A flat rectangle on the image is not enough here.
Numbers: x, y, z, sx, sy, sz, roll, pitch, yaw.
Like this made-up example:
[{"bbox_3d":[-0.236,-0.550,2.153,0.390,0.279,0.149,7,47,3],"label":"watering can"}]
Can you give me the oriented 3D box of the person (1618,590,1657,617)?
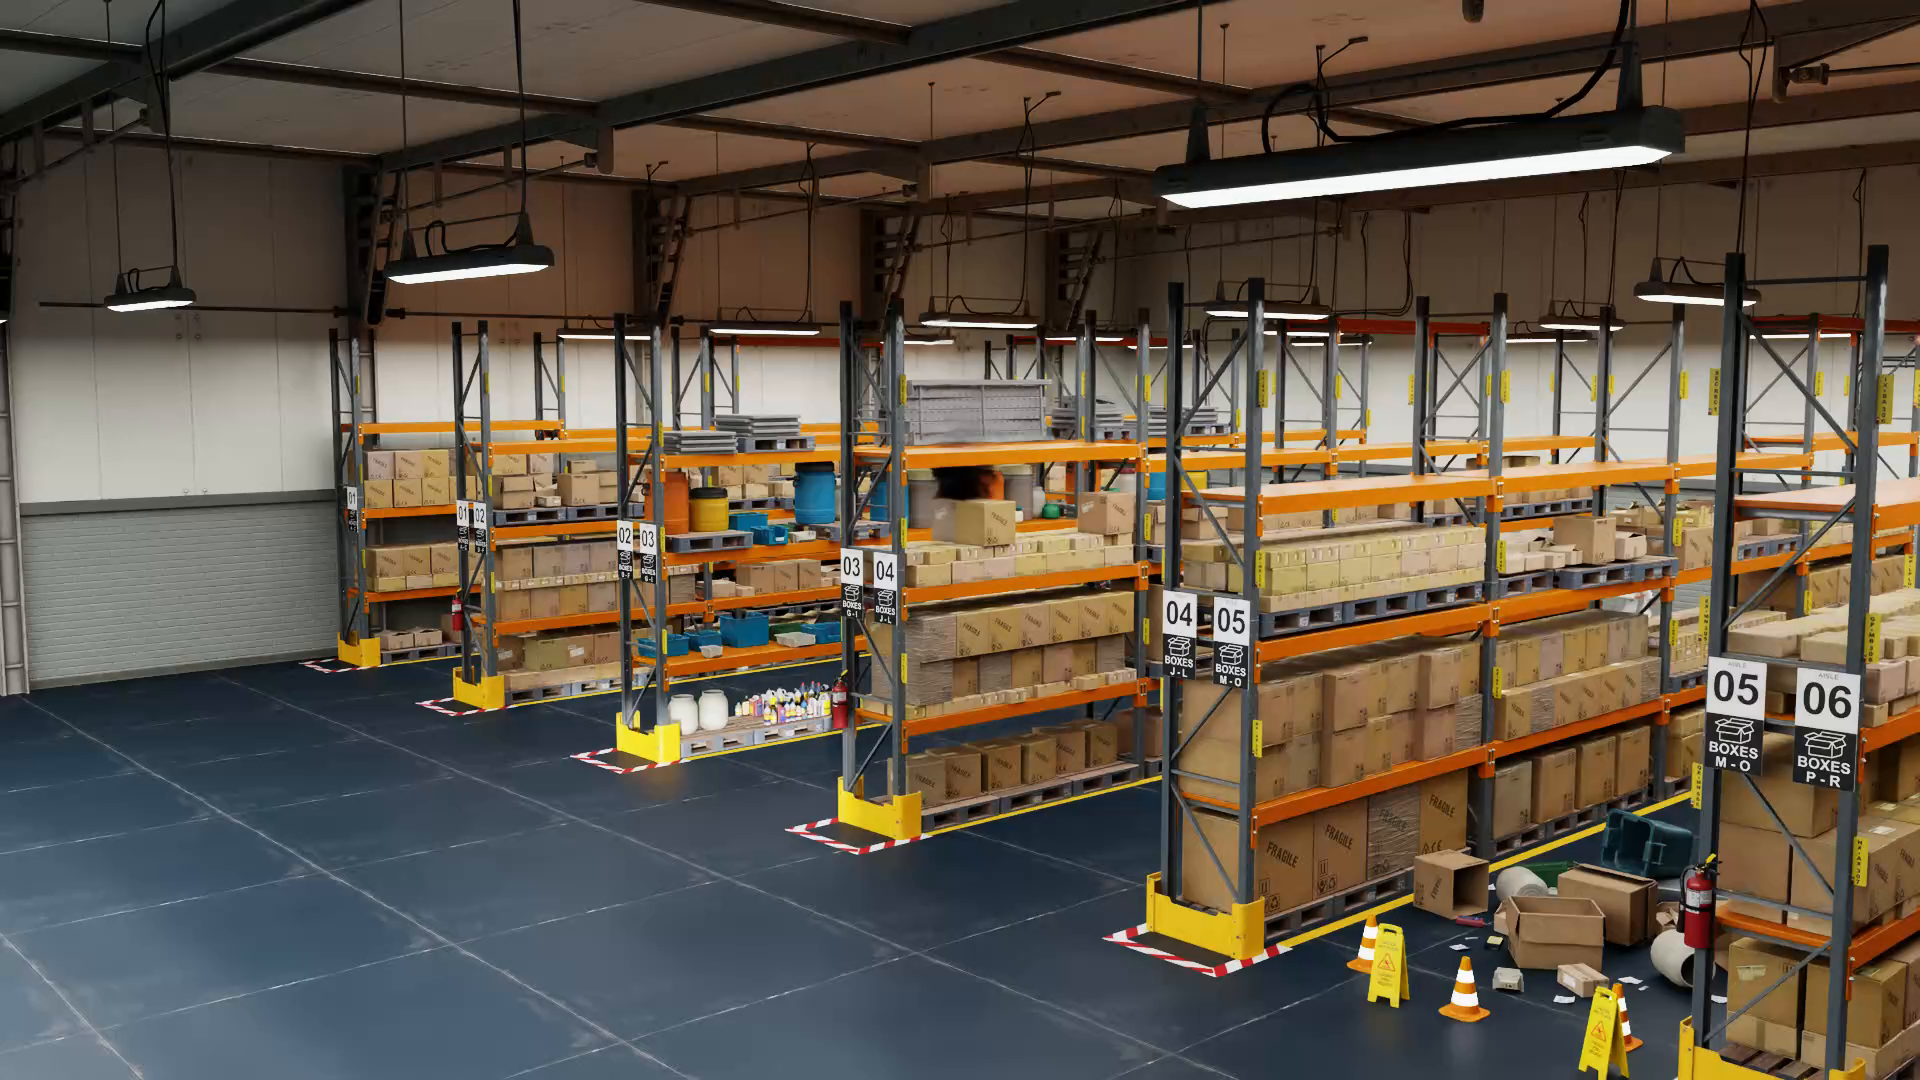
[{"bbox_3d":[12.171,1.336,29.947,0.740,1.855,0.876,0,6,4],"label":"person"}]
